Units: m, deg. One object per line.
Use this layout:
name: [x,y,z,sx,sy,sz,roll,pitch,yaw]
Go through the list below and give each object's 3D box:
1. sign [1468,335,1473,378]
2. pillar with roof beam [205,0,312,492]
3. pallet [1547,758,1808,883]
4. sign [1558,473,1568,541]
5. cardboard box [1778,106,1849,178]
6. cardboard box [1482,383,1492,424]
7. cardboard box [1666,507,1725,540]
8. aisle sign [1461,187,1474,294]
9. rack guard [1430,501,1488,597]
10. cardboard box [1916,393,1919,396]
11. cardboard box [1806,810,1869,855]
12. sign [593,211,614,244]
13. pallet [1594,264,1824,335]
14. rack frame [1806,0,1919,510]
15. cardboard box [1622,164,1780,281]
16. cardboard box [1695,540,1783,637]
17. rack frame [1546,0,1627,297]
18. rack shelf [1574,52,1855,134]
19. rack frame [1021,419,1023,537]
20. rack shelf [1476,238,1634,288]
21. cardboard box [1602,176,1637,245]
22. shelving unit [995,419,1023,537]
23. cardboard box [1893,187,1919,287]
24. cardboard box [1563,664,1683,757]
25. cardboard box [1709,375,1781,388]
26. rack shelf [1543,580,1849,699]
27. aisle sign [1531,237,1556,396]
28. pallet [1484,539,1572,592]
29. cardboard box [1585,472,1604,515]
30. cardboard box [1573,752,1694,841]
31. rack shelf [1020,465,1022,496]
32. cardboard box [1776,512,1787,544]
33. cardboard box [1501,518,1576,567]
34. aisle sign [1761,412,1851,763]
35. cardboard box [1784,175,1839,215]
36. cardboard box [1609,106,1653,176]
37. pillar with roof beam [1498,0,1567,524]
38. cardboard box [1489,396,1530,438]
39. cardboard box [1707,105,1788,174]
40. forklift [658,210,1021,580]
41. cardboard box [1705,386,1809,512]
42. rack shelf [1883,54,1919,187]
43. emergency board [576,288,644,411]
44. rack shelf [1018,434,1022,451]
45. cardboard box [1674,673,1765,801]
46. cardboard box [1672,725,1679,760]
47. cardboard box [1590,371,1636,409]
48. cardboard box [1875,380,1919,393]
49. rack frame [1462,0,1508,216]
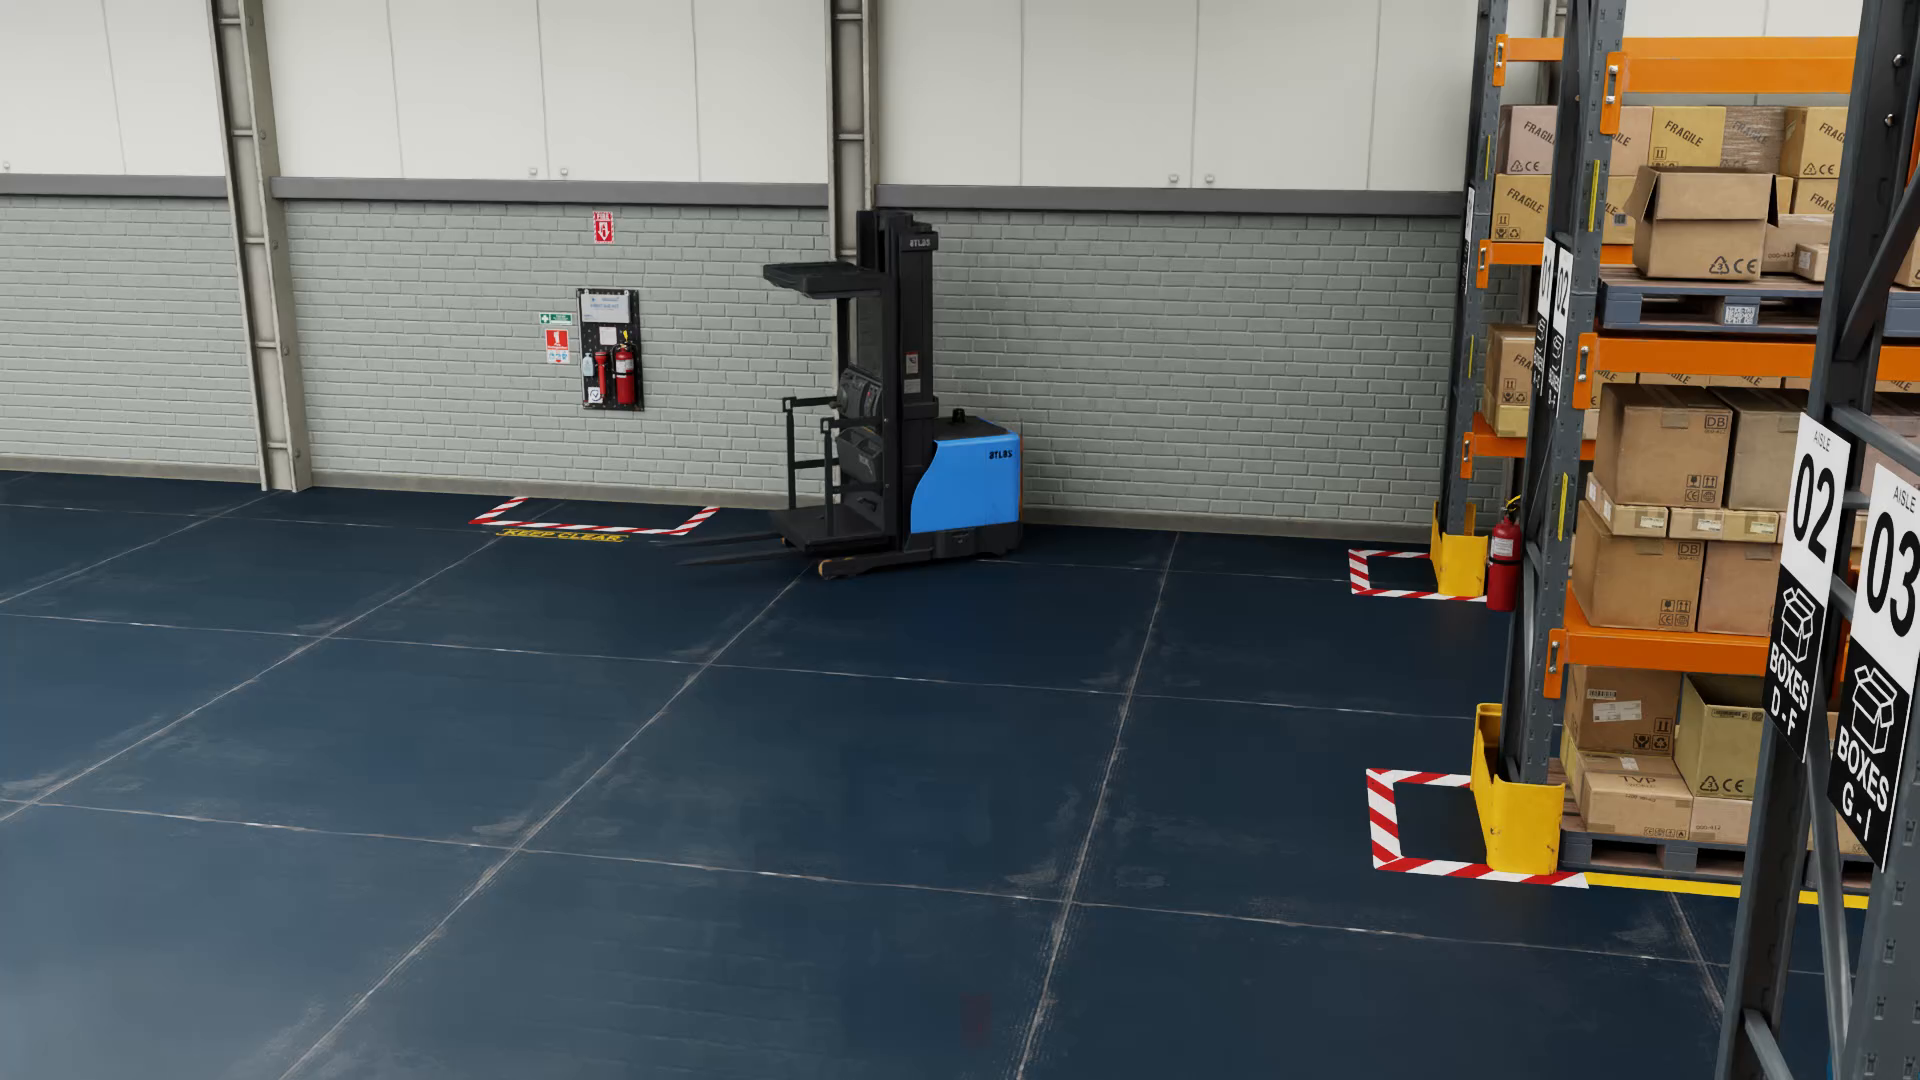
sign: [3.961,-1.424,12.891,0.005,0.325,0.100,3,16,11]
pillar with roof beam: [-7.690,-3.741,11.640,0.400,9.000,9.100,3,16,11]
pallet: [3.843,1.521,9.105,1.213,0.211,1.003,3,16,11]
sign: [2.969,-0.163,8.191,0.005,0.325,0.100,3,16,11]
cardboard box: [6.390,-2.928,12.227,0.500,0.500,0.500,3,16,9]
cardboard box: [4.565,-1.112,13.630,0.500,0.250,0.500,3,16,12]
cardboard box: [3.686,-0.123,8.414,0.250,0.149,0.380,3,16,10]
aisle sign: [3.938,-2.327,12.903,0.004,0.787,0.394,3,16,11]
rack guard: [4.143,0.060,13.838,0.348,0.500,1.175,3,16,11]
cardboard box: [5.093,-0.415,8.254,0.500,0.500,0.700,3,16,11]
cardboard box: [4.547,1.409,8.649,0.500,0.250,0.500,3,16,11]
sign: [-3.355,-2.942,15.651,0.199,0.298,0.001,3,16,11]
pallet: [3.773,-1.211,8.292,1.213,0.211,1.003,3,16,11]
rack frame: [2.094,-1.448,3.362,0.127,3.000,1.000,3,16,11]
cardboard box: [3.647,-1.586,8.237,0.637,0.503,0.797,4,16,15]
cardboard box: [4.056,0.154,8.629,0.500,0.500,0.700,4,16,13]
rack frame: [3.085,-2.744,8.040,0.127,3.000,1.000,3,16,11]
rack shelf: [5.045,-2.098,7.805,4.000,0.370,1.077,3,16,11]
rack frame: [0.559,-0.558,15.039,0.008,1.050,0.200,0,15,0]
rack shelf: [6.028,-2.141,12.831,4.000,0.370,1.077,3,16,11]
cardboard box: [4.866,-2.531,12.666,0.500,0.500,0.500,4,16,15]
shelving unit: [0.437,-0.558,15.039,0.252,1.050,0.215,0,15,0]
cardboard box: [4.658,-1.456,7.775,0.500,0.500,0.500,3,16,11]
cardboard box: [3.670,0.860,9.229,0.500,0.500,0.500,3,16,11]
cardboard box: [5.972,-1.261,12.764,0.500,0.500,0.500,4,16,13]
rack shelf: [5.045,0.601,8.552,4.000,0.370,1.077,3,16,11]
aisle sign: [3.079,-1.186,8.783,0.004,0.787,0.394,3,16,11]
pallet: [4.932,0.252,13.688,1.213,0.211,1.003,3,16,11]
cardboard box: [3.497,-0.243,8.847,0.250,0.149,0.380,3,16,10]
cardboard box: [3.566,1.357,8.838,0.500,0.250,0.500,3,16,11]
rack shelf: [0.437,-0.548,15.042,0.240,0.259,0.215,0,15,0]
cardboard box: [4.177,-0.095,8.314,0.250,0.149,0.380,3,16,10]
cardboard box: [4.729,-0.004,13.602,0.500,0.311,0.500,1,16,5]
aisle sign: [2.083,0.109,4.111,0.004,0.787,0.394,3,16,11]
cardboard box: [6.401,-2.451,12.378,0.500,0.500,0.500,2,16,9]
cardboard box: [4.879,-3.010,12.522,0.500,0.500,0.500,3,16,10]
pillar with roof beam: [4.069,-3.103,9.335,0.400,9.000,9.100,3,16,11]
cardboard box: [4.483,-0.977,13.143,0.500,0.250,0.500,3,16,9]
cardboard box: [6.050,-3.092,12.820,0.500,0.500,0.500,3,16,11]
forklift: [-1.033,-1.244,13.993,3.031,2.935,1.130,-7,17,-23]
cardboard box: [4.108,-0.468,8.446,0.500,0.500,0.700,3,16,10]
rack shelf: [4.054,-0.802,3.128,4.000,0.370,1.077,3,16,11]
emergency board: [-3.367,-1.798,15.865,0.643,1.169,0.194,3,16,11]
rack shelf: [0.437,-0.821,14.966,0.240,0.259,0.215,0,15,0]
cardboard box: [4.057,1.022,8.644,0.500,0.500,0.500,3,16,11]
cardboard box: [4.162,1.245,9.243,0.500,0.250,0.500,3,16,11]
cardboard box: [4.959,-1.314,12.957,0.500,0.500,0.500,3,16,11]
cardboard box: [6.973,-1.204,12.558,0.500,0.500,0.500,3,16,11]
rack frame: [4.069,-4.040,12.718,0.127,3.000,1.000,3,16,11]
